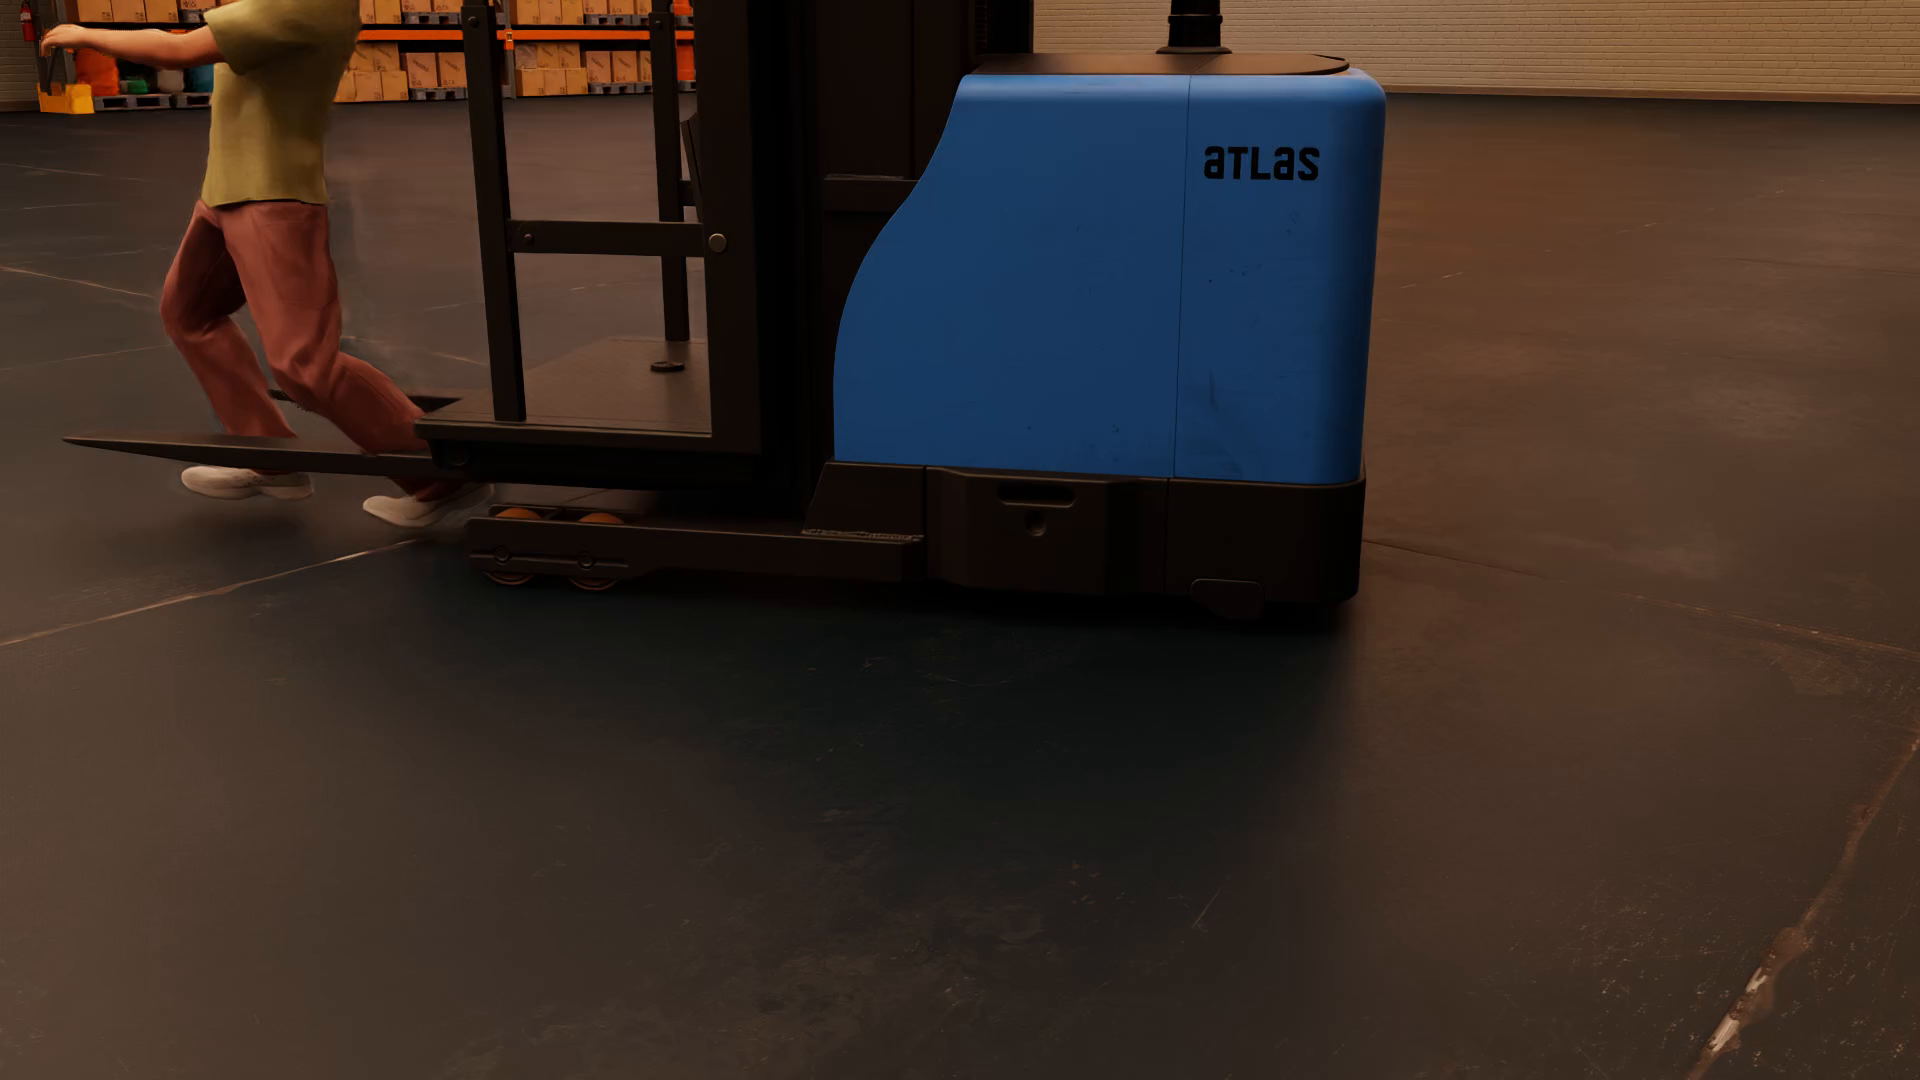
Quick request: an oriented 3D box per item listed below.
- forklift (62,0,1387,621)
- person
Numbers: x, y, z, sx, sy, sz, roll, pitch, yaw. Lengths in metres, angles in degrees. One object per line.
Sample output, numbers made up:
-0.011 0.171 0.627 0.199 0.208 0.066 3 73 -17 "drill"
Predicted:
-0.598 -1.438 3.633 3.031 2.935 1.130 3 17 11 "forklift"
-1.623 -0.802 3.871 0.824 1.510 0.773 -9 19 -27 "person"
